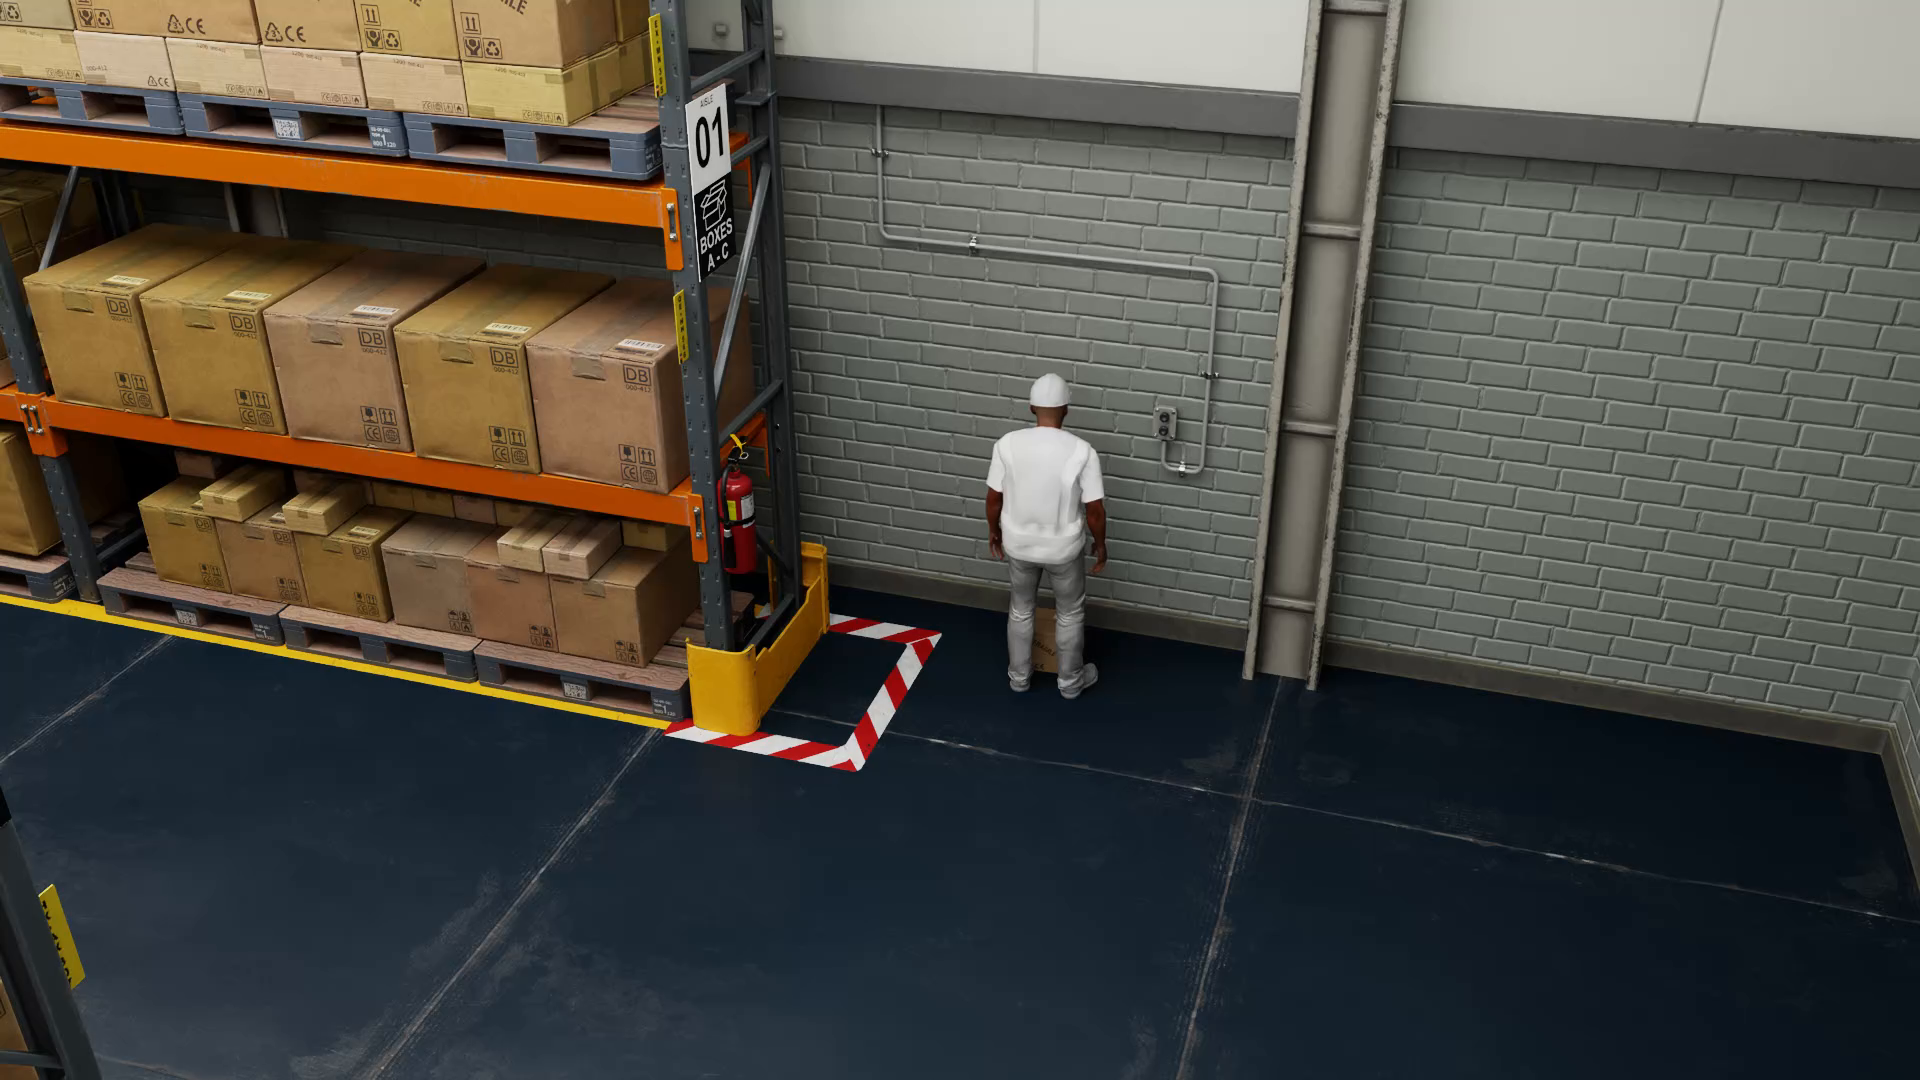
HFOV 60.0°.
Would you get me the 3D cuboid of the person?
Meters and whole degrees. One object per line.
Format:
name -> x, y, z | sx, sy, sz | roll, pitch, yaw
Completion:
person -> 0.444, -0.006, 8.499 | 0.626, 1.761, 0.459 | 8, 30, 15
